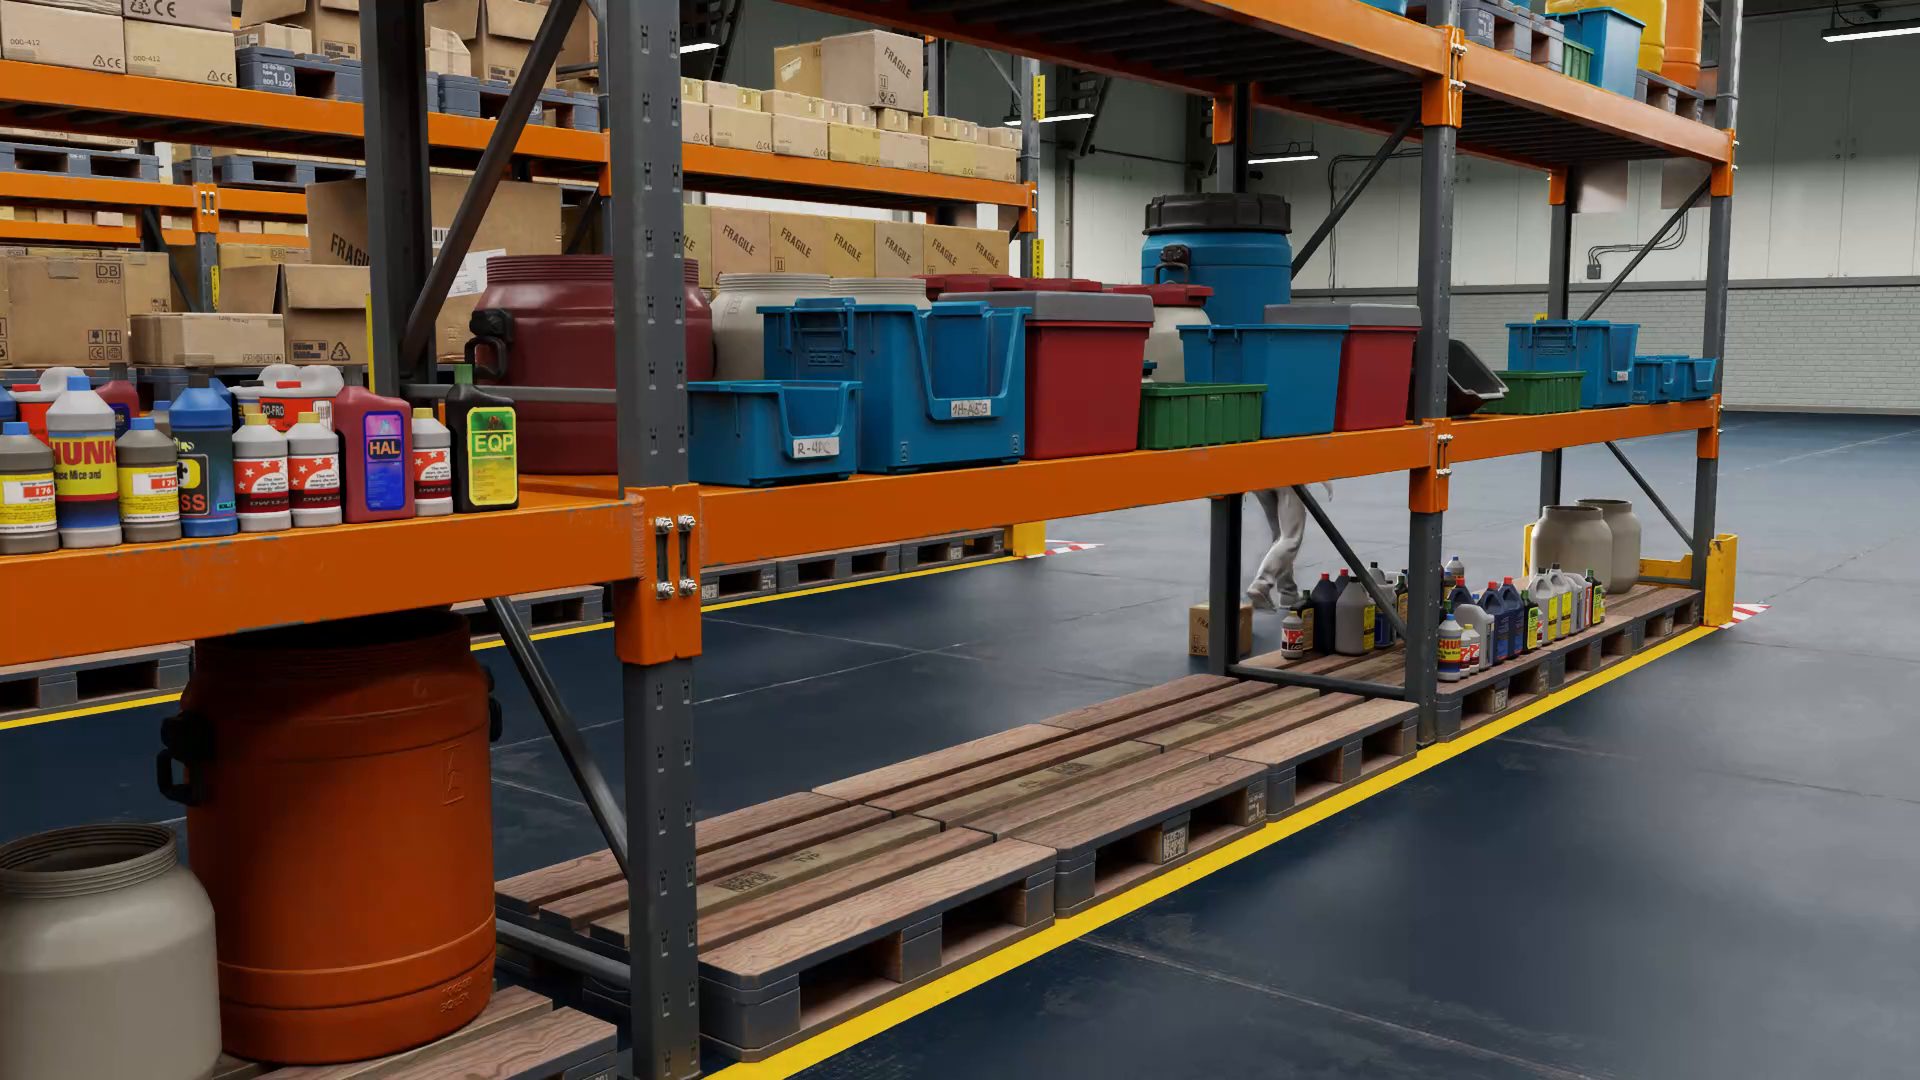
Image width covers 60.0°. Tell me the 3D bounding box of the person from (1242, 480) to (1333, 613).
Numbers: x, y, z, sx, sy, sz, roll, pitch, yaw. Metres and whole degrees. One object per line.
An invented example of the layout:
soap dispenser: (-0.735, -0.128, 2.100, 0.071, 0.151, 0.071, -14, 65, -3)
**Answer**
person: (1.884, -0.373, 9.729, 0.514, 1.639, 0.929, 5, 8, 36)
